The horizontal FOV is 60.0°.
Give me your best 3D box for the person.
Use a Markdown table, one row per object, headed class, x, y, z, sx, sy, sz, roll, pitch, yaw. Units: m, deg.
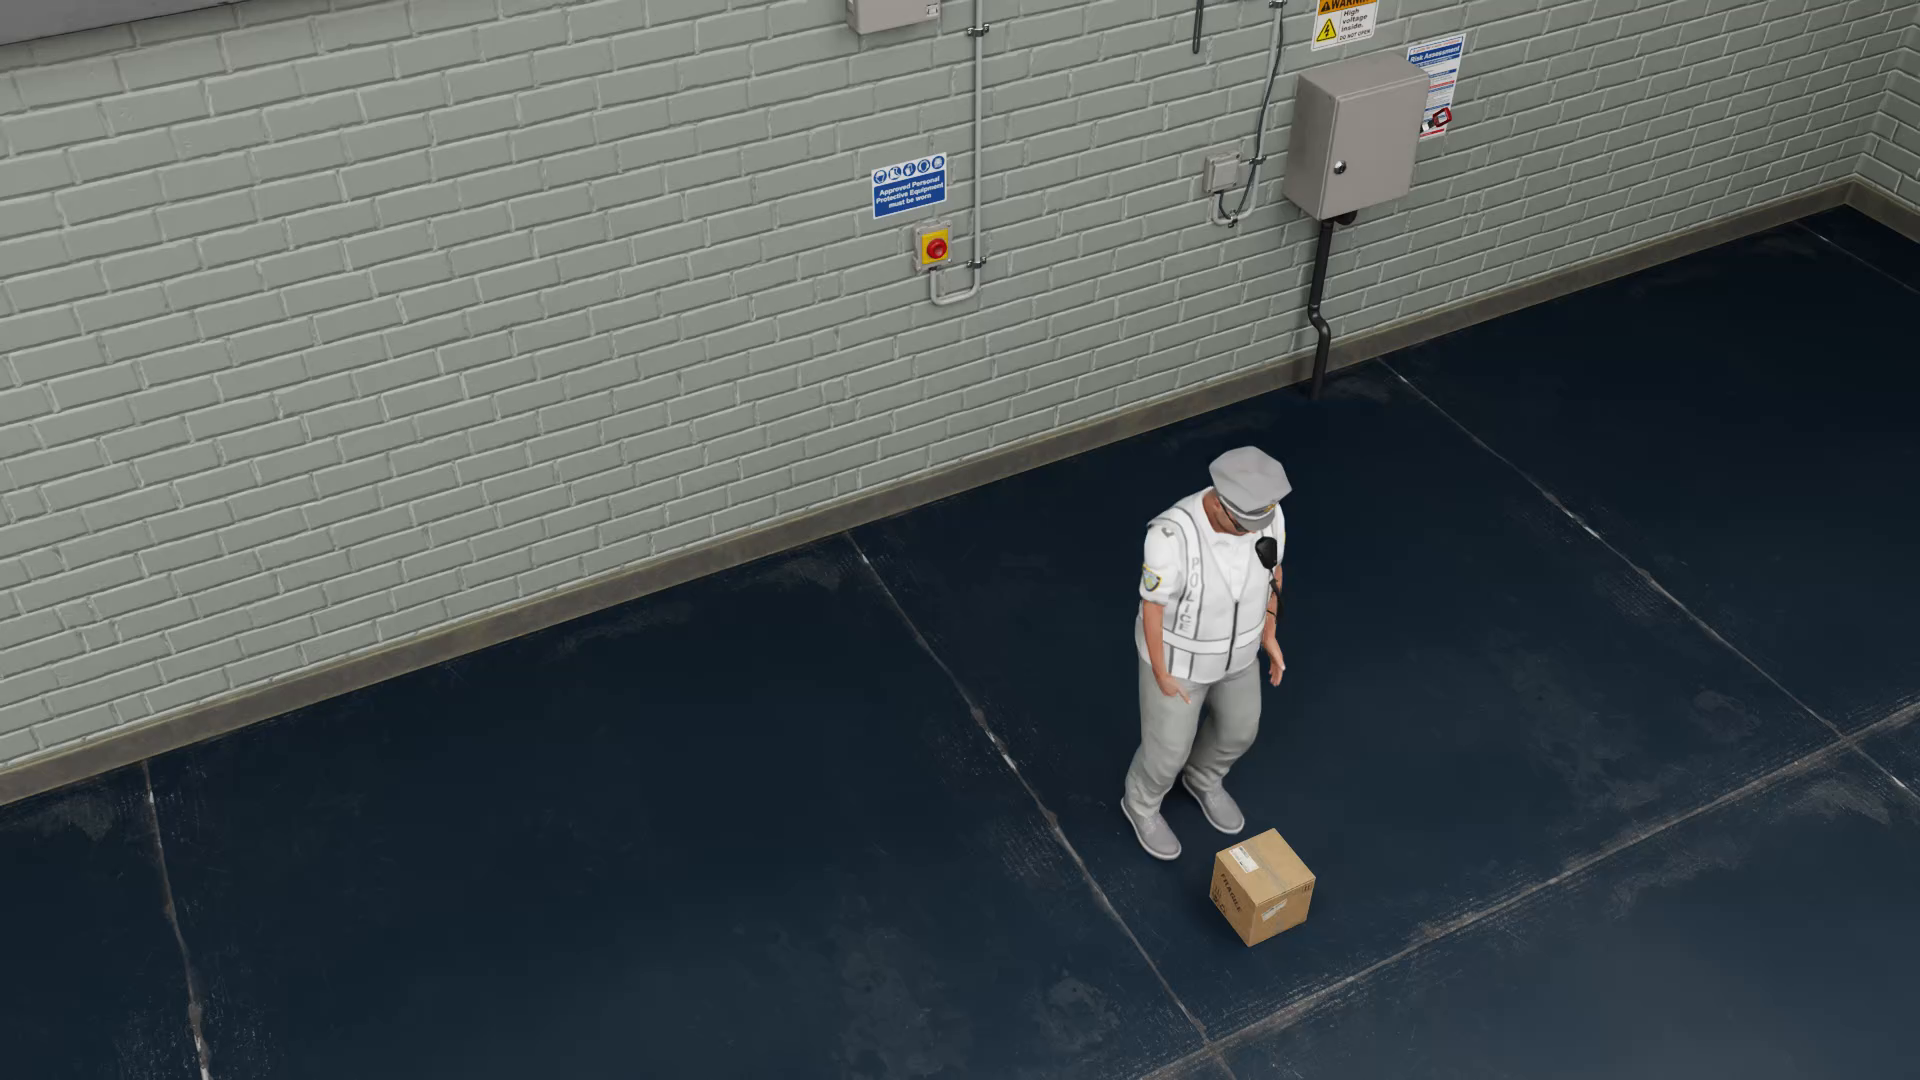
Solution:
| class | x | y | z | sx | sy | sz | roll | pitch | yaw |
| --- | --- | --- | --- | --- | --- | --- | --- | --- | --- |
| person | 0.852 | 0.378 | 5.747 | 0.544 | 1.726 | 0.424 | -18 | 44 | -19 |
